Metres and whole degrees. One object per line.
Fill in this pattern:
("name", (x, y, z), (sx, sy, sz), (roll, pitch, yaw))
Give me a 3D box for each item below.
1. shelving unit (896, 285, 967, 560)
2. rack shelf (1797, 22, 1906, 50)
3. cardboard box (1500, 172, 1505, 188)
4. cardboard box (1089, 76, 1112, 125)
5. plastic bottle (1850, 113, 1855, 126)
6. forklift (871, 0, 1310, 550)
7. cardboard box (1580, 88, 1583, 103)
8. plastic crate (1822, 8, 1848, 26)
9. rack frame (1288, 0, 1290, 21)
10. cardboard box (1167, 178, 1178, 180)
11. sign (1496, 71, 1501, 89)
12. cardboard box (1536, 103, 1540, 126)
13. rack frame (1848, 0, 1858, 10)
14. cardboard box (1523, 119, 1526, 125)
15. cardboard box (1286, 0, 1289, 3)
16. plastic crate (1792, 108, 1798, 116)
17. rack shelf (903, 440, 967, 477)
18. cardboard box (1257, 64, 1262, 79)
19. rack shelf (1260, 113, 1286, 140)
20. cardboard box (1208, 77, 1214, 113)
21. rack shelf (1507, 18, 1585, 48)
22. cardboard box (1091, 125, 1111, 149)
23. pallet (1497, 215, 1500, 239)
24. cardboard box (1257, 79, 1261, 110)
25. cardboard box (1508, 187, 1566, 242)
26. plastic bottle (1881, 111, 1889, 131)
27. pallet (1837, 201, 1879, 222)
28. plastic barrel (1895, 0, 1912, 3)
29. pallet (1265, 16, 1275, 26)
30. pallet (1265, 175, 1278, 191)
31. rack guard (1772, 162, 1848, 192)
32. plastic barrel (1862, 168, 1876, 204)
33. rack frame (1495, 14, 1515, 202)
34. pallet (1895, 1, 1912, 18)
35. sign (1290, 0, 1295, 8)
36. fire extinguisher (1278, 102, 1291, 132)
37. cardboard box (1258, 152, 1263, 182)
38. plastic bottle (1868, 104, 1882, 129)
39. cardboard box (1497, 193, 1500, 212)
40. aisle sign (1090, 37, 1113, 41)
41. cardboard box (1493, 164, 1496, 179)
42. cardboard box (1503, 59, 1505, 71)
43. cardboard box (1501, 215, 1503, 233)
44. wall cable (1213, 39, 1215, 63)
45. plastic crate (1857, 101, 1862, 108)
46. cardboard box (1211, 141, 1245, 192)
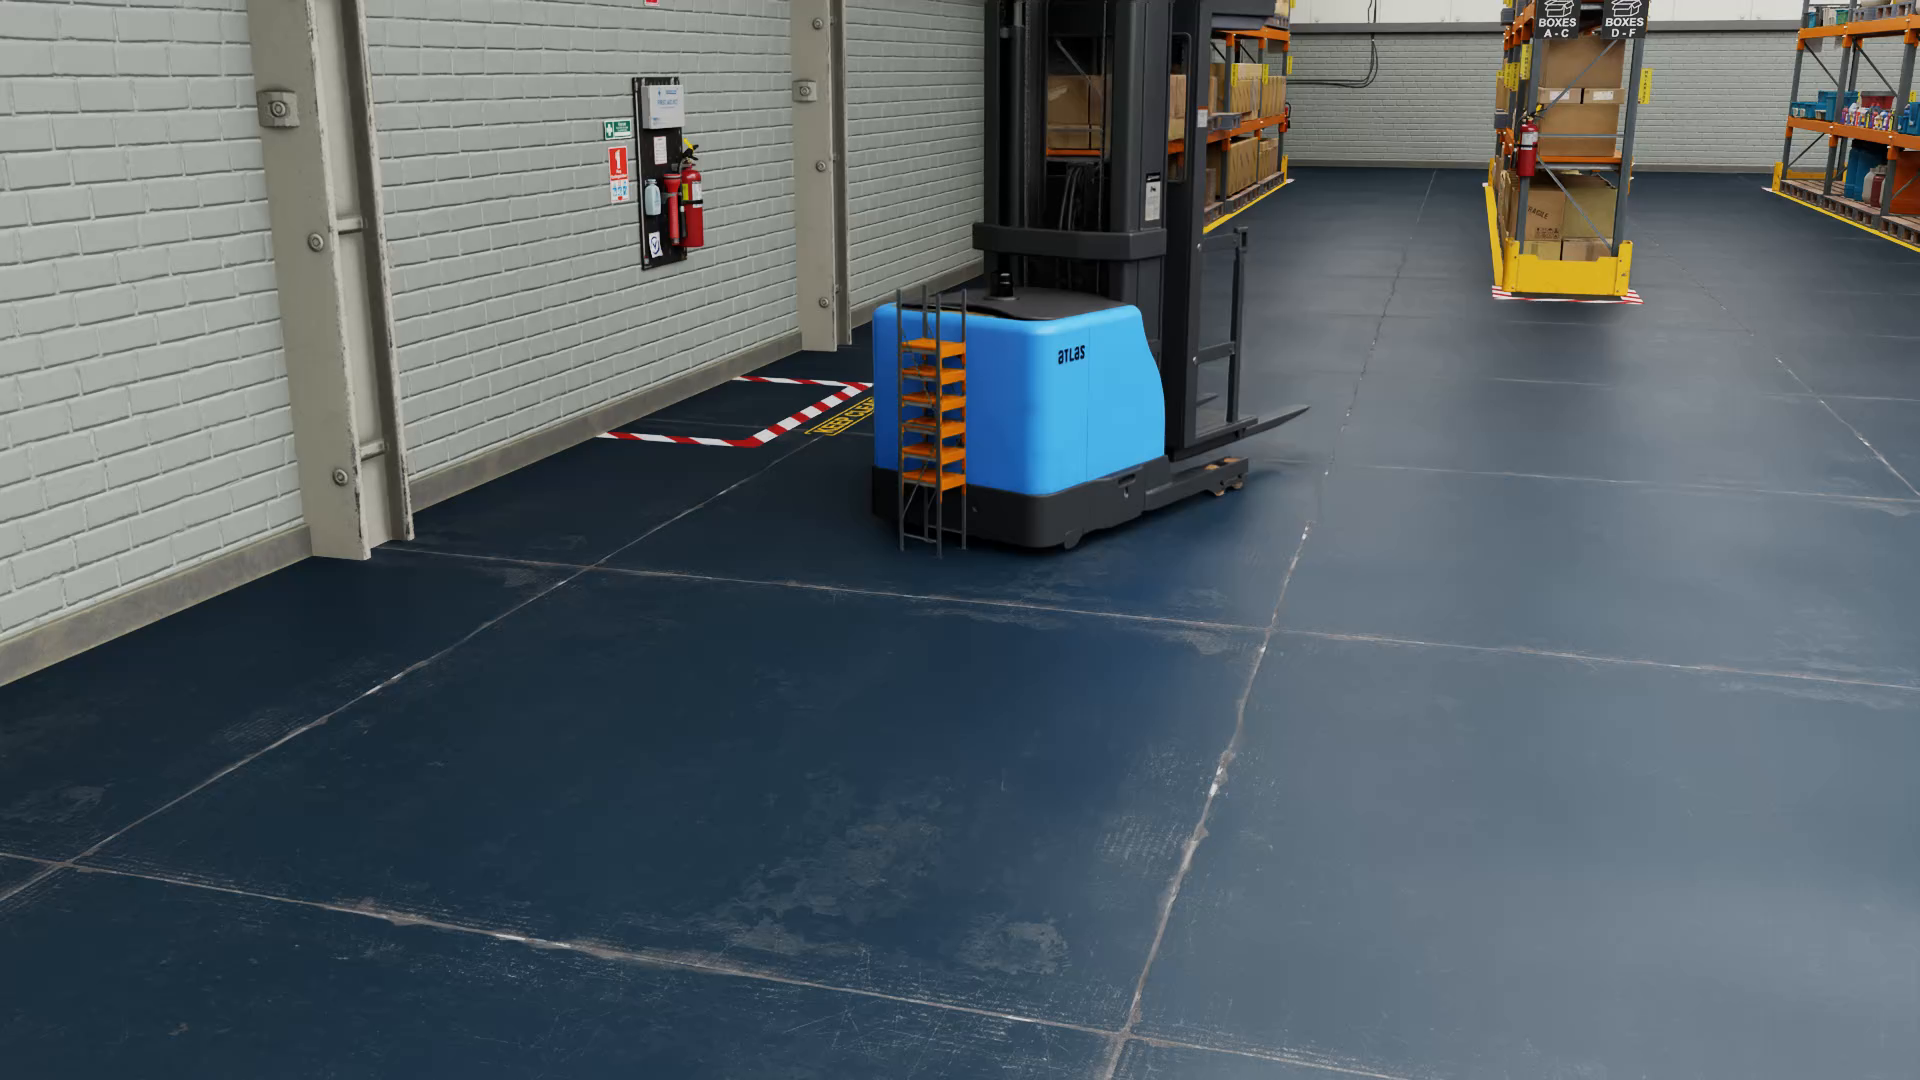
("shelving unit", (-0.127, -0.529, 7.495), (0.258, 1.200, 0.189), (12, 20, 36))
("rack shelf", (14.736, -8.296, 27.401), (1.077, 0.370, 4.000), (5, 16, 16))
("cardboard box", (7.711, -4.911, 22.888), (0.500, 0.311, 0.500), (4, 16, 14))
("cardboard box", (1.683, -4.704, 17.781), (0.500, 0.500, 0.500), (5, 16, 16))
("plastic bottle", (13.480, -6.339, 25.045), (0.097, 0.201, 0.097), (0, 16, 0))
("forklift", (0.871, -1.708, 8.481), (1.130, 2.935, 3.031), (12, 20, 36))
("cardboard box", (6.400, -4.437, 16.602), (0.380, 0.149, 0.250), (4, 16, 14))
("plastic crate", (14.379, -8.552, 27.204), (0.437, 0.282, 0.530), (5, 16, 16))
("rack frame", (5.806, -11.376, 31.447), (1.000, 3.000, 0.127), (5, 16, 16))
("cardboard box", (2.589, -4.554, 22.162), (0.700, 0.500, 0.500), (5, 17, 18))
("sign", (10.036, -8.566, 30.945), (0.100, 0.325, 0.005), (5, 16, 16))
("cardboard box", (6.446, -4.358, 17.512), (0.700, 0.500, 0.500), (5, 17, 16))
("rack frame", (14.168, -9.562, 25.049), (1.000, 3.000, 0.127), (5, 16, 16))
("cardboard box", (7.220, -5.147, 20.726), (0.396, 0.266, 0.258), (4, 16, 15))
("cardboard box", (5.860, -10.259, 30.954), (0.500, 0.500, 0.500), (5, 16, 16))
("plastic crate", (14.748, -7.507, 29.174), (0.250, 0.136, 0.298), (5, 16, 16))
("rack shelf", (-0.127, -0.371, 7.540), (0.258, 0.103, 0.180), (12, 20, 36))
("cardboard box", (4.782, -7.863, 27.916), (0.500, 0.250, 0.500), (5, 17, 17))
("rack shelf", (5.238, -7.621, 30.519), (1.077, 0.370, 4.000), (5, 16, 16))
("cardboard box", (3.276, -6.385, 23.854), (0.700, 0.500, 0.500), (3, 16, 11))
("rack shelf", (8.851, -7.634, 25.069), (1.077, 0.370, 4.000), (5, 16, 16))
("cardboard box", (1.702, -4.345, 17.889), (0.500, 0.250, 0.500), (4, 16, 14))
("pallet", (7.663, -4.142, 22.046), (1.003, 0.211, 1.213), (5, 16, 16))
("cardboard box", (4.780, -7.504, 28.025), (0.500, 0.500, 0.500), (4, 16, 15))
("cardboard box", (5.877, -3.324, 16.948), (0.500, 0.500, 0.500), (5, 16, 16))
("plastic bottle", (12.908, -5.846, 23.179), (0.097, 0.271, 0.097), (0, 16, 0))
("pallet", (13.564, -4.815, 24.419), (1.003, 0.211, 1.213), (5, 16, 16))
("plastic barrel", (13.390, -7.815, 23.369), (0.433, 0.535, 0.433), (0, 16, 0))
("pallet", (4.912, -9.057, 28.931), (1.003, 0.211, 1.213), (5, 16, 16))
("pallet", (5.305, -6.615, 30.766), (1.003, 0.211, 1.213), (5, 16, 16))
("rack guard", (15.299, -6.527, 29.924), (1.175, 0.500, 0.348), (5, 16, 16))
("plastic barrel", (13.549, -5.214, 24.503), (0.421, 0.512, 0.421), (0, 16, 0))
("rack frame", (9.420, -7.061, 27.225), (1.000, 3.000, 0.127), (5, 16, 16))
("pallet", (13.342, -7.174, 22.473), (1.003, 0.211, 1.213), (5, 16, 16))
("sign", (6.322, -10.276, 31.585), (0.100, 0.325, 0.005), (5, 16, 16))
("fire extinguisher", (6.291, -8.277, 32.340), (0.296, 0.674, 0.183), (5, 16, 16))
("cardboard box", (4.980, -6.631, 29.522), (0.700, 0.500, 0.500), (5, 17, 17))
("plastic bottle", (13.147, -6.082, 23.864), (0.144, 0.351, 0.185), (5, 16, 16))
("cardboard box", (7.711, -4.648, 22.987), (0.500, 0.250, 0.500), (4, 16, 14))
("aisle sign", (1.526, -5.513, 17.004), (0.394, 0.787, 0.004), (5, 16, 16))
("cardboard box", (9.846, -6.614, 29.884), (0.500, 0.250, 0.500), (5, 16, 16))
("cardboard box", (9.746, -8.140, 29.014), (0.500, 0.500, 0.500), (4, 16, 15))
("cardboard box", (6.724, -3.749, 19.819), (0.500, 0.250, 0.500), (5, 16, 16))
("wall cable", (5.263, -9.387, 33.567), (0.084, 1.984, 1.851), (5, 16, 16))
("plastic crate", (14.778, -7.033, 27.234), (0.437, 0.282, 0.530), (5, 16, 16))
("cardboard box", (4.122, -5.976, 26.571), (0.750, 0.750, 0.750), (5, 16, 16))
